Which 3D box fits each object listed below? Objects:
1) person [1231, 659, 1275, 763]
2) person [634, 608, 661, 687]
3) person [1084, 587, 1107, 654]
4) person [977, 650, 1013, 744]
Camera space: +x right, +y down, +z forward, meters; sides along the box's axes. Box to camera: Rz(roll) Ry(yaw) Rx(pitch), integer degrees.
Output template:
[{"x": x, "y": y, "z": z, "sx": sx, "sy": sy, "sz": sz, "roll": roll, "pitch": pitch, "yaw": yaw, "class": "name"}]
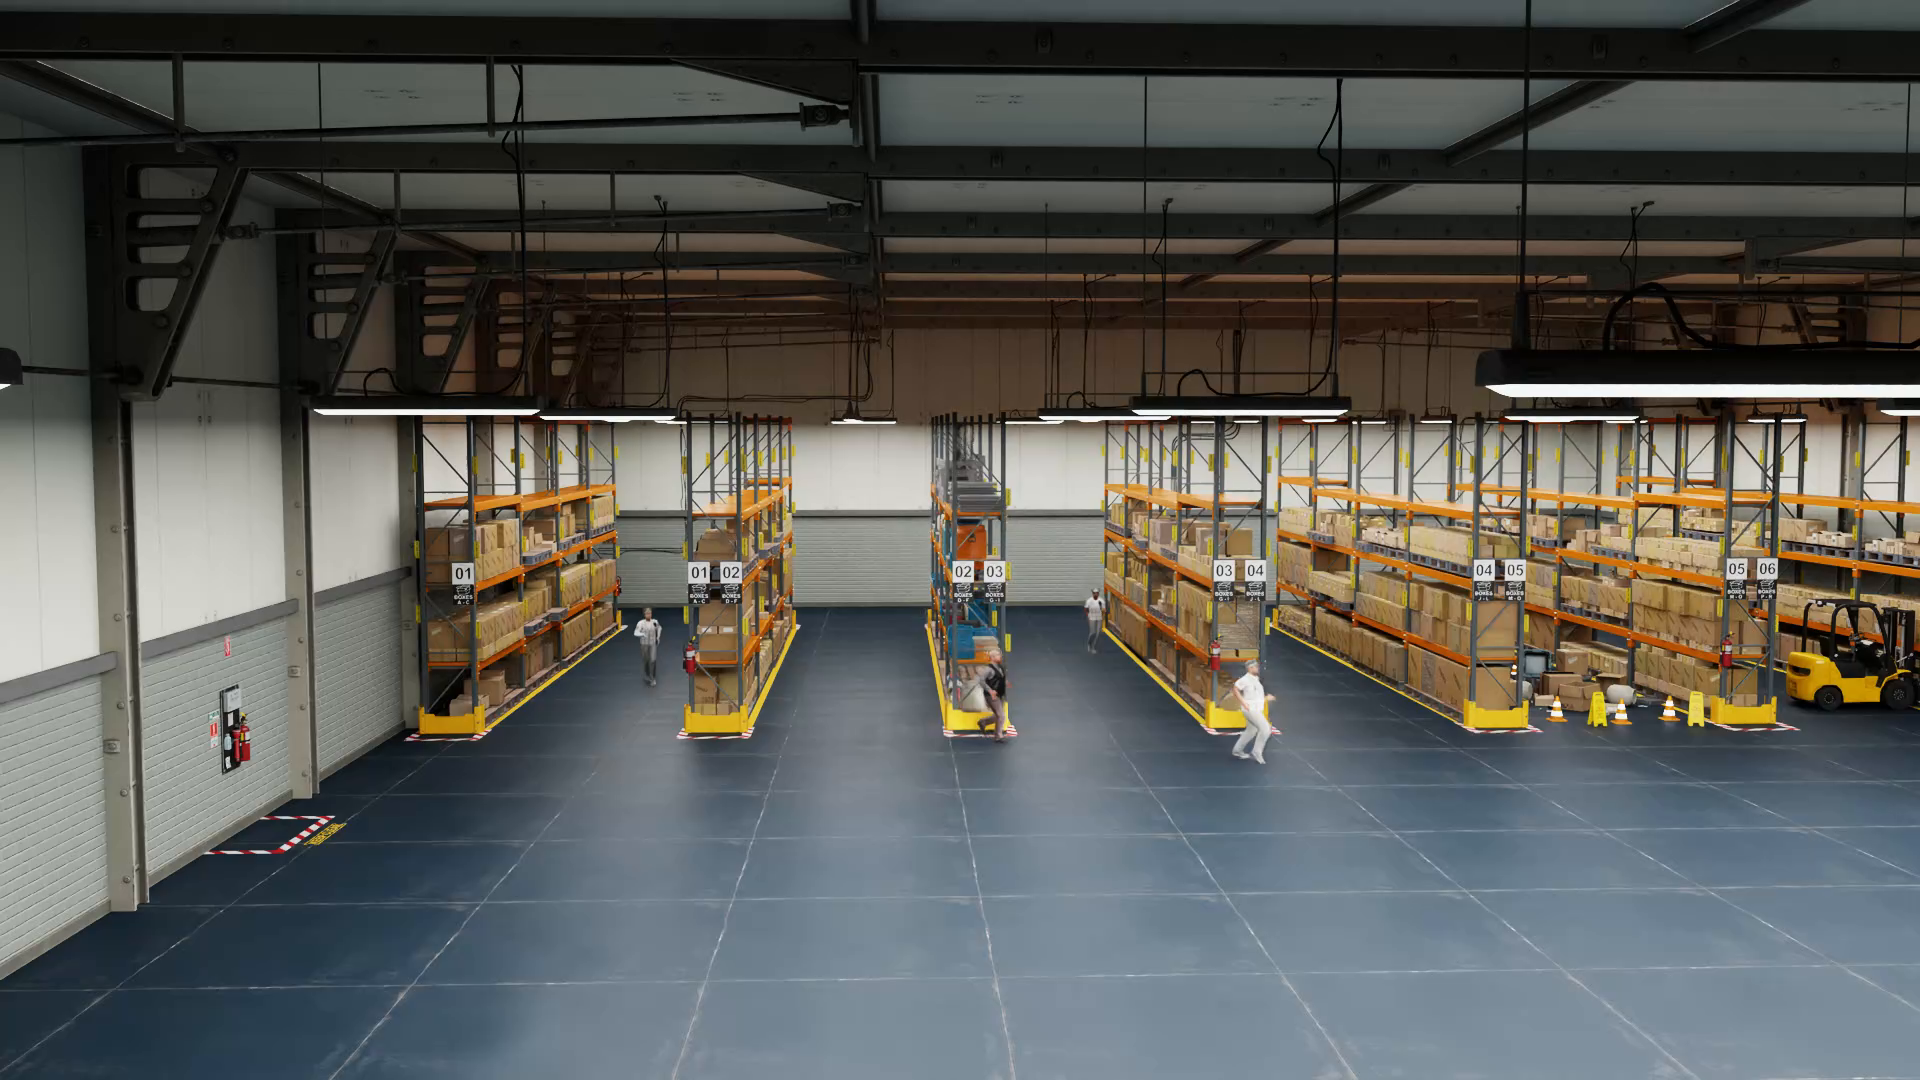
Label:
[{"x": 5.011, "y": 2.931, "z": 28.442, "sx": 0.737, "sy": 1.817, "sz": 0.668, "roll": 1, "pitch": 4, "yaw": 20, "class": "person"}, {"x": -6.933, "y": 2.356, "z": 36.974, "sx": 0.598, "sy": 1.743, "sz": 0.779, "roll": -1, "pitch": 4, "yaw": -12, "class": "person"}, {"x": 3.381, "y": 2.004, "z": 41.315, "sx": 0.560, "sy": 1.667, "sz": 0.574, "roll": 0, "pitch": 4, "yaw": -5, "class": "person"}, {"x": 0.591, "y": 2.830, "z": 30.104, "sx": 0.716, "sy": 1.687, "sz": 0.658, "roll": 2, "pitch": 4, "yaw": 28, "class": "person"}]
